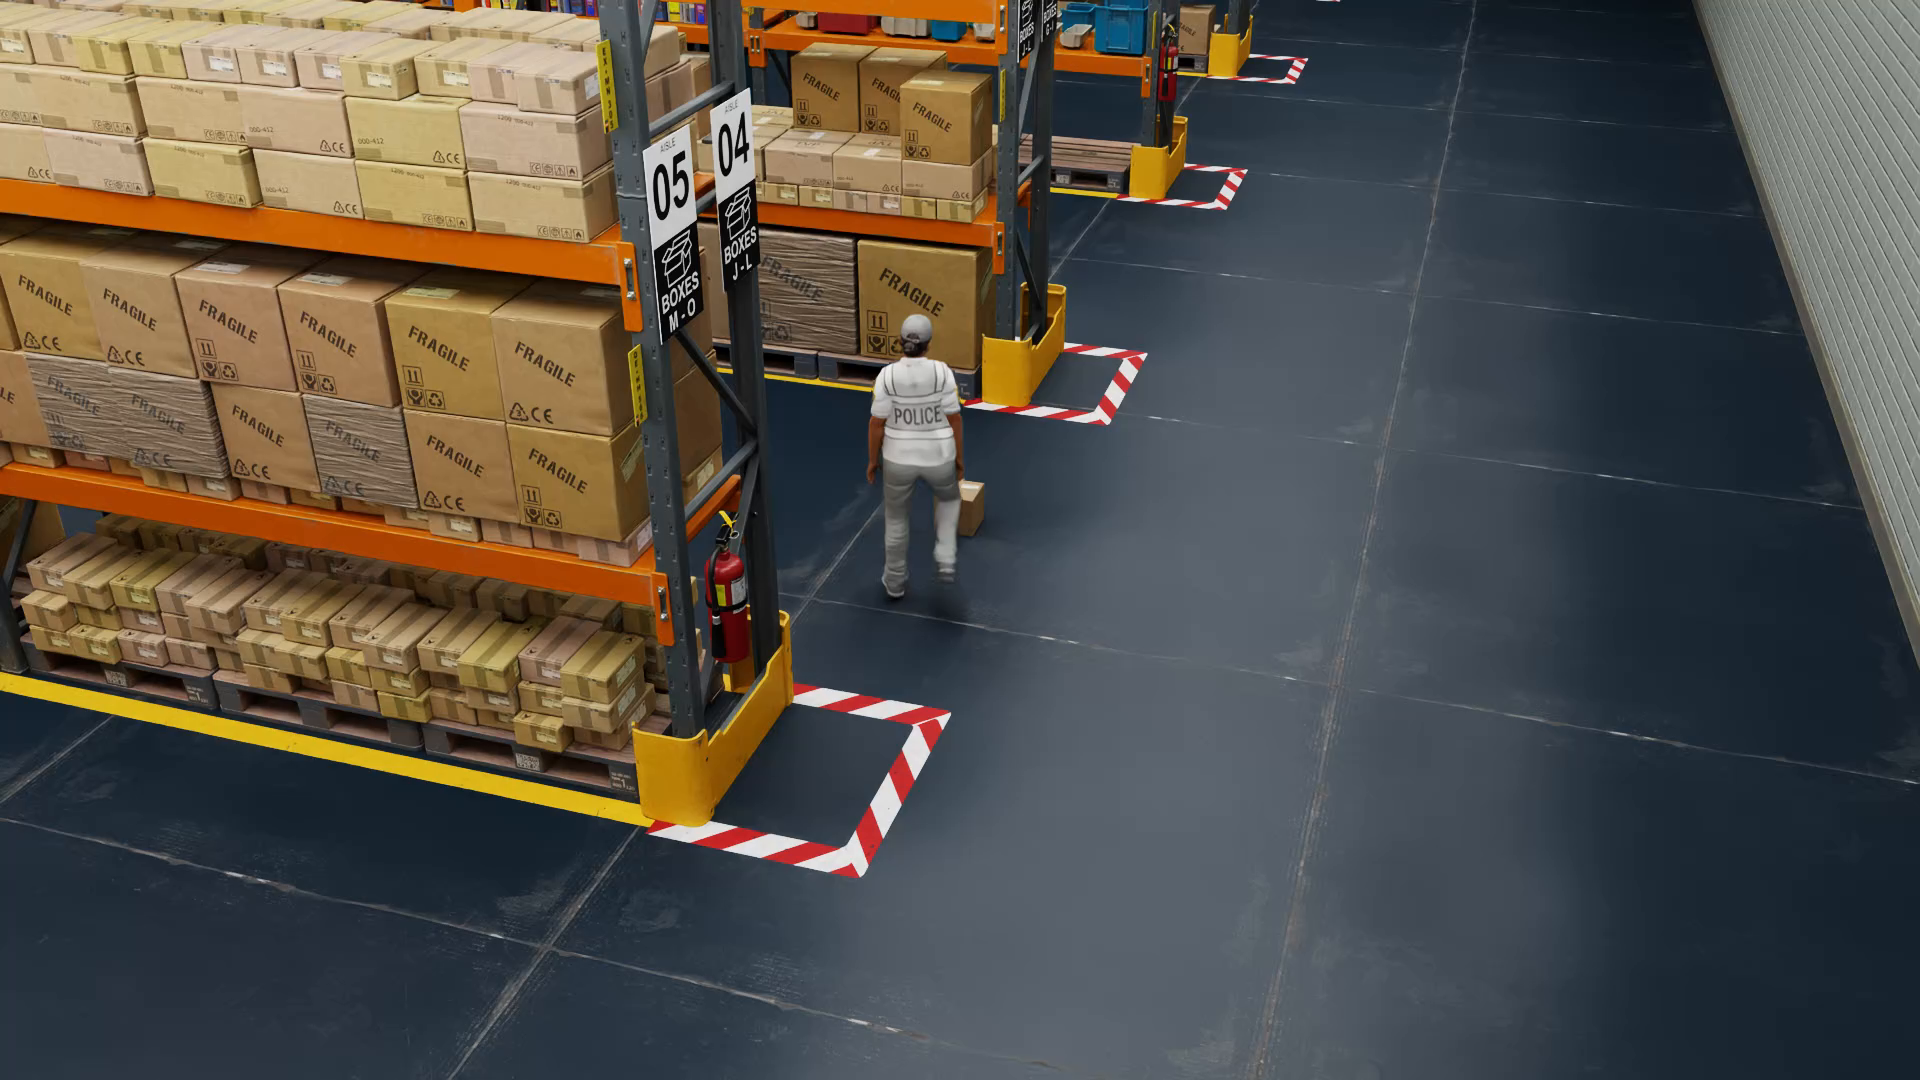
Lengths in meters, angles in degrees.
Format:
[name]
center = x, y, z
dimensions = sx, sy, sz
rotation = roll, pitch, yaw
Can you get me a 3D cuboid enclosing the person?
[person]
center = -0.247, -0.445, 9.249
dimensions = 0.548, 1.661, 0.479
rotation = -2, 29, -3
